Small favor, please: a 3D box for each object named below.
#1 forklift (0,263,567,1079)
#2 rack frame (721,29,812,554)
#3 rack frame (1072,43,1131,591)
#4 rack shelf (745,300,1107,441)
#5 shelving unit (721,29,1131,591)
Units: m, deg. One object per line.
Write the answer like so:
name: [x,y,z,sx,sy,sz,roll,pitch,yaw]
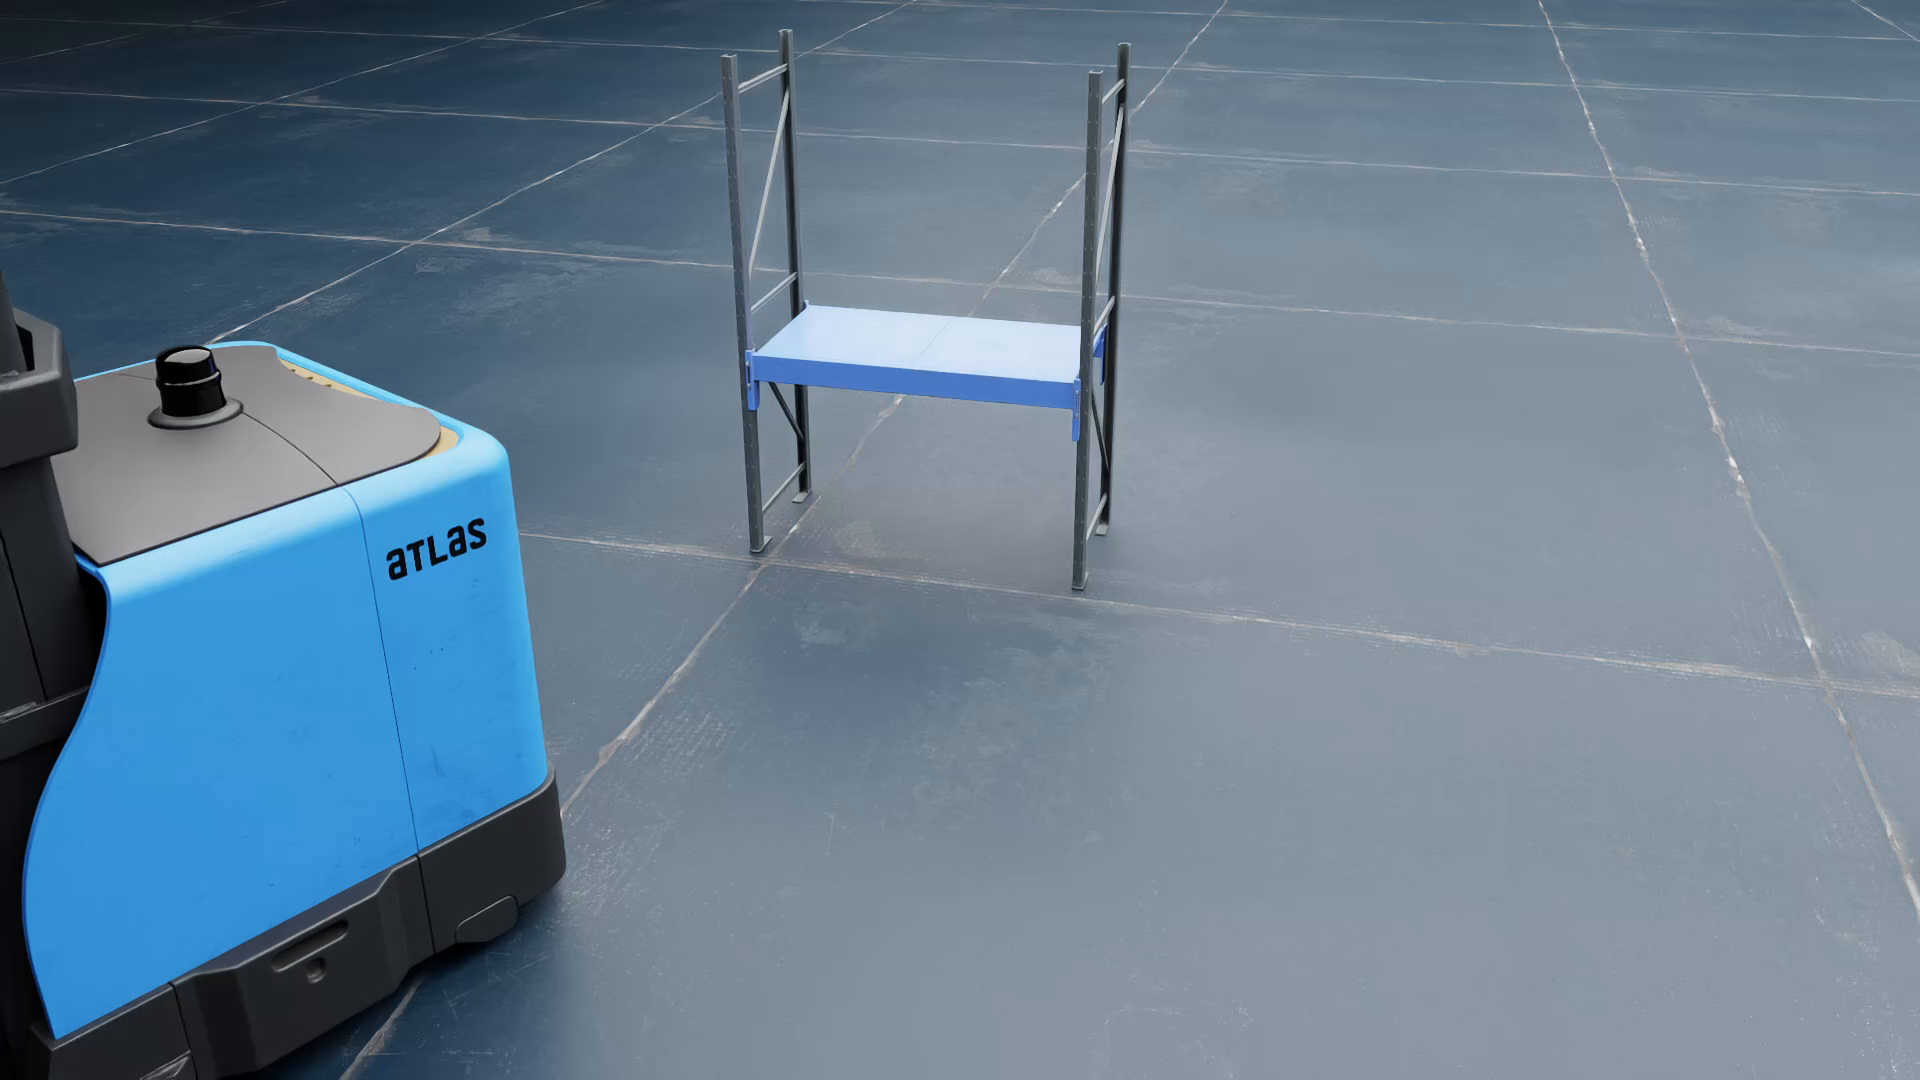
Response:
forklift: [-2.191,-0.203,2.266,1.130,2.935,3.031,20,32,36]
rack frame: [-0.575,-0.741,5.061,0.032,1.500,0.500,6,26,13]
rack frame: [0.410,-0.632,4.832,0.032,1.500,0.500,6,26,13]
rack shelf: [-0.083,-0.524,5.024,1.000,0.185,0.538,6,26,13]
shelving unit: [-0.083,-0.686,4.947,1.048,1.500,0.538,6,26,13]
